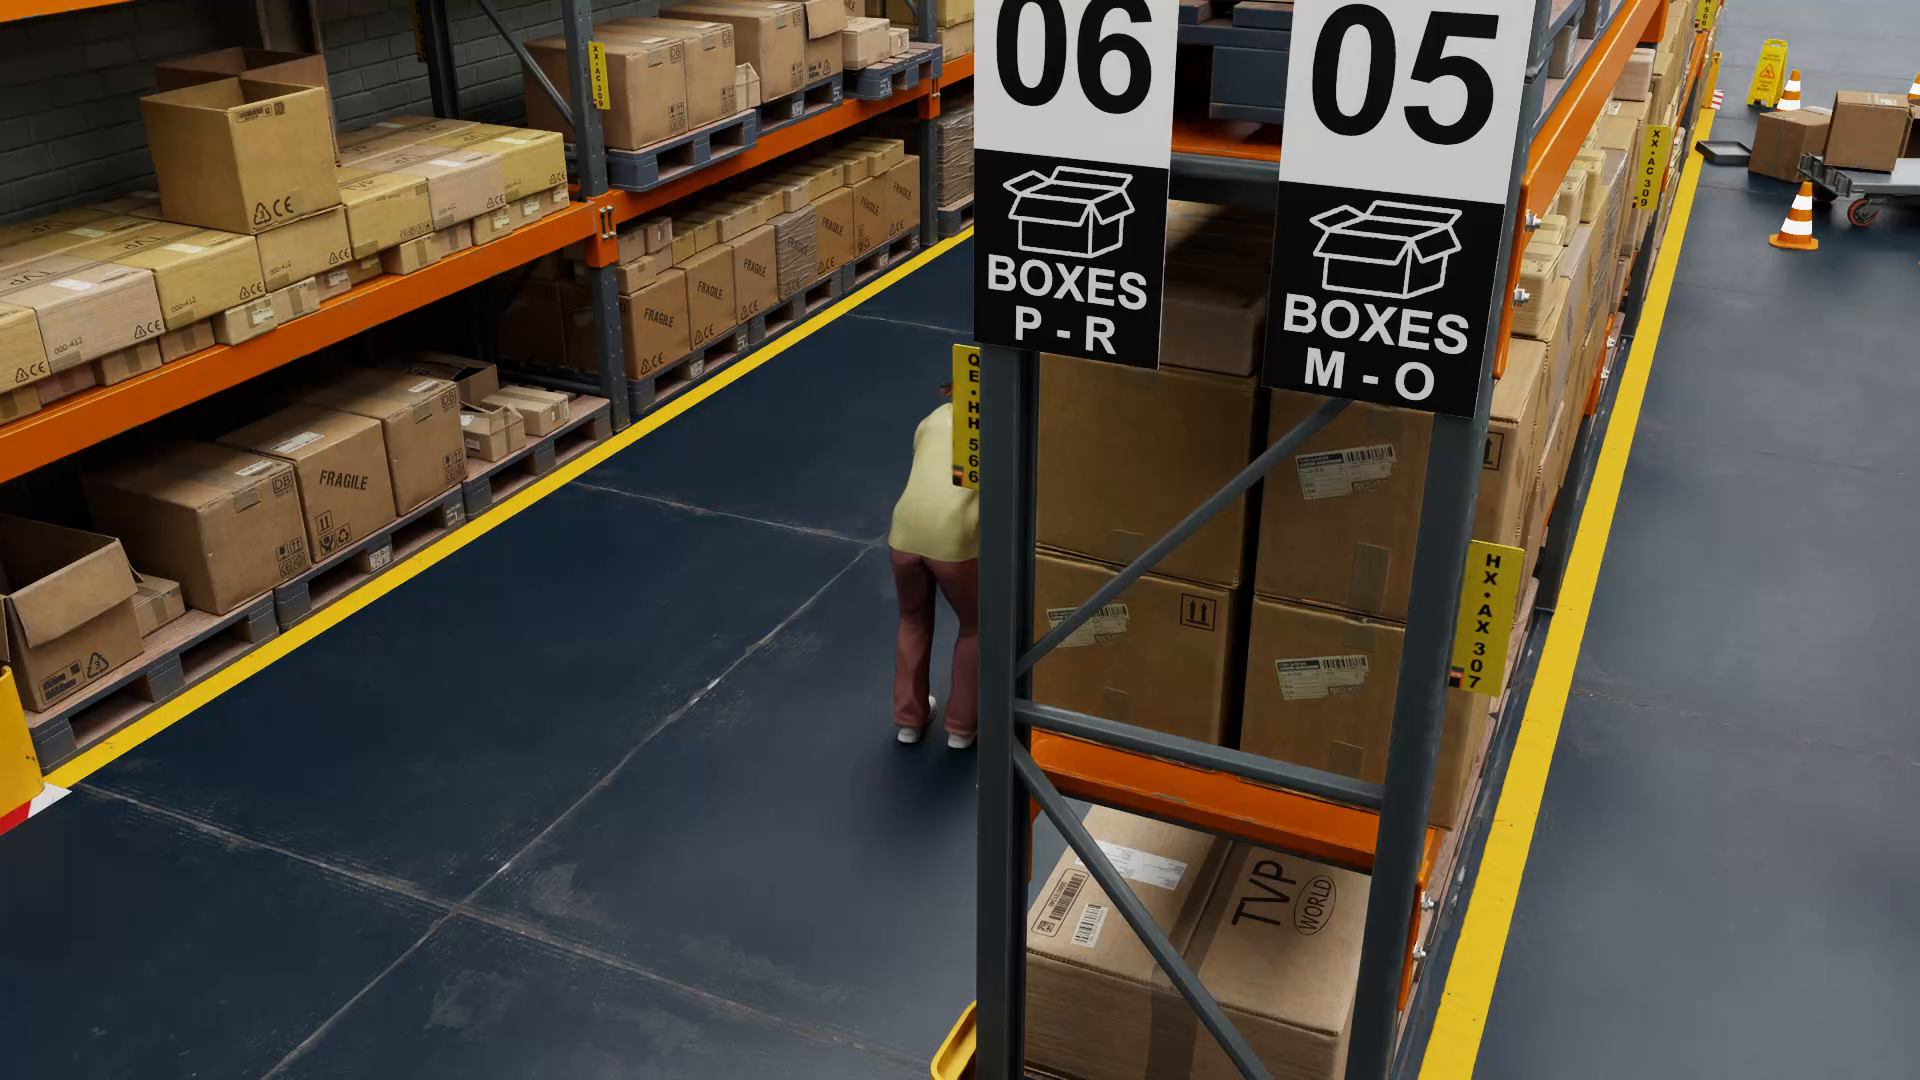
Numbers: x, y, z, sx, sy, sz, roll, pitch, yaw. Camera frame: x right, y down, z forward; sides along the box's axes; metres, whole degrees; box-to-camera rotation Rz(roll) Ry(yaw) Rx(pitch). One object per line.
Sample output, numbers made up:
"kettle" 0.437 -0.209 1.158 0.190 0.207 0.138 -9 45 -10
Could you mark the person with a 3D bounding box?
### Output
"person" -0.005 0.039 6.298 0.397 1.449 0.727 11 28 21
